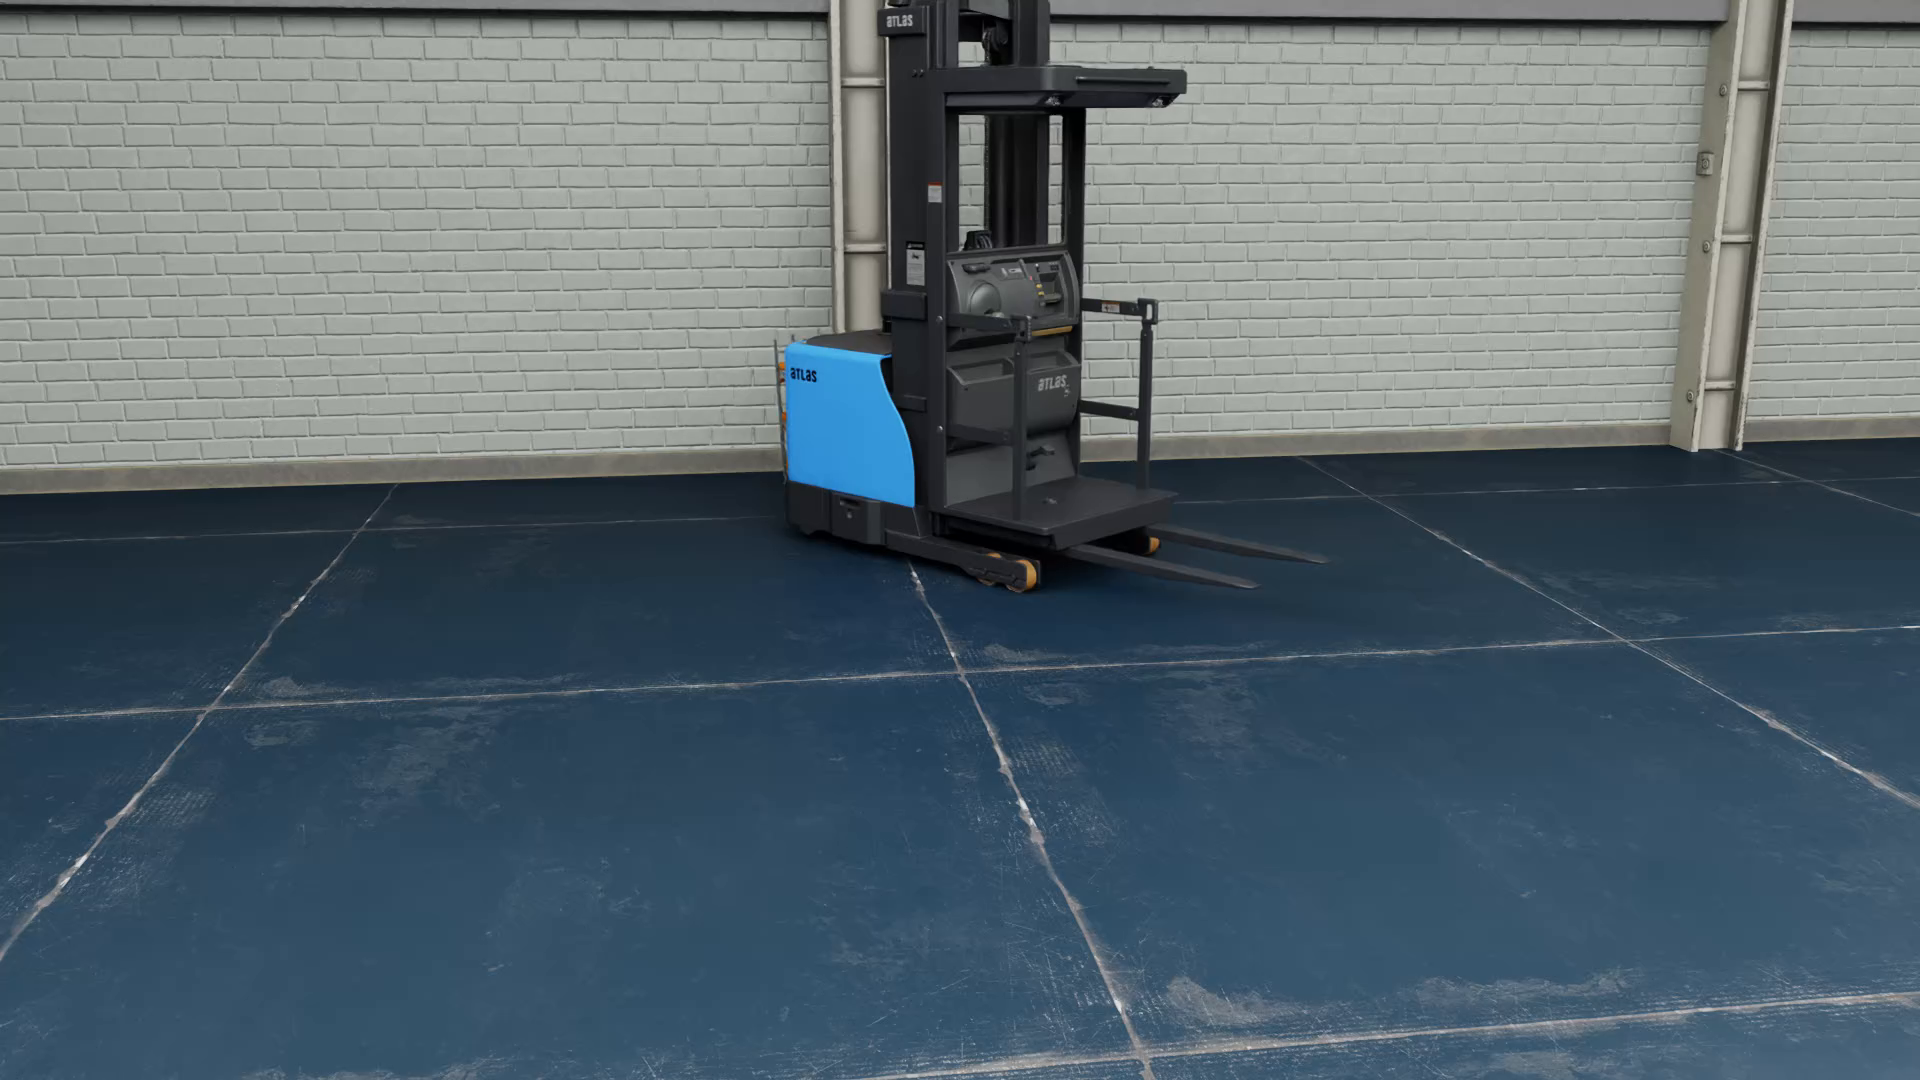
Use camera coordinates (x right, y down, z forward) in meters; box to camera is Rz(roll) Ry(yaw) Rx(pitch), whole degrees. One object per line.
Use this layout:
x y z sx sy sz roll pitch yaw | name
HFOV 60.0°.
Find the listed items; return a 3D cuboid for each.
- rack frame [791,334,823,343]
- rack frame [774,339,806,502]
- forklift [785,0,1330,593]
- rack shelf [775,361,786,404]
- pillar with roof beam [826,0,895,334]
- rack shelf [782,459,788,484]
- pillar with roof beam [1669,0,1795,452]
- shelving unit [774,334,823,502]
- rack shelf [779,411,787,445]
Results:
-0.861 -0.681 9.758 0.200 1.050 0.008 2 14 19 | rack frame
-0.938 -0.625 9.533 0.200 1.050 0.008 2 14 19 | rack frame
0.437 -1.303 8.392 3.031 2.935 1.130 13 19 42 | forklift
-0.913 -0.919 9.584 0.215 0.259 0.240 2 14 19 | rack shelf
0.024 -3.778 5.786 0.400 9.000 9.100 -2 14 -8 | pillar with roof beam
-0.885 -0.372 9.711 0.215 0.259 0.240 2 14 19 | rack shelf
5.957 -3.995 6.653 0.400 9.000 9.100 -2 14 -8 | pillar with roof beam
-0.899 -0.653 9.646 0.215 1.050 0.252 2 14 19 | shelving unit
-0.899 -0.643 9.648 0.215 0.259 0.240 2 14 19 | rack shelf
